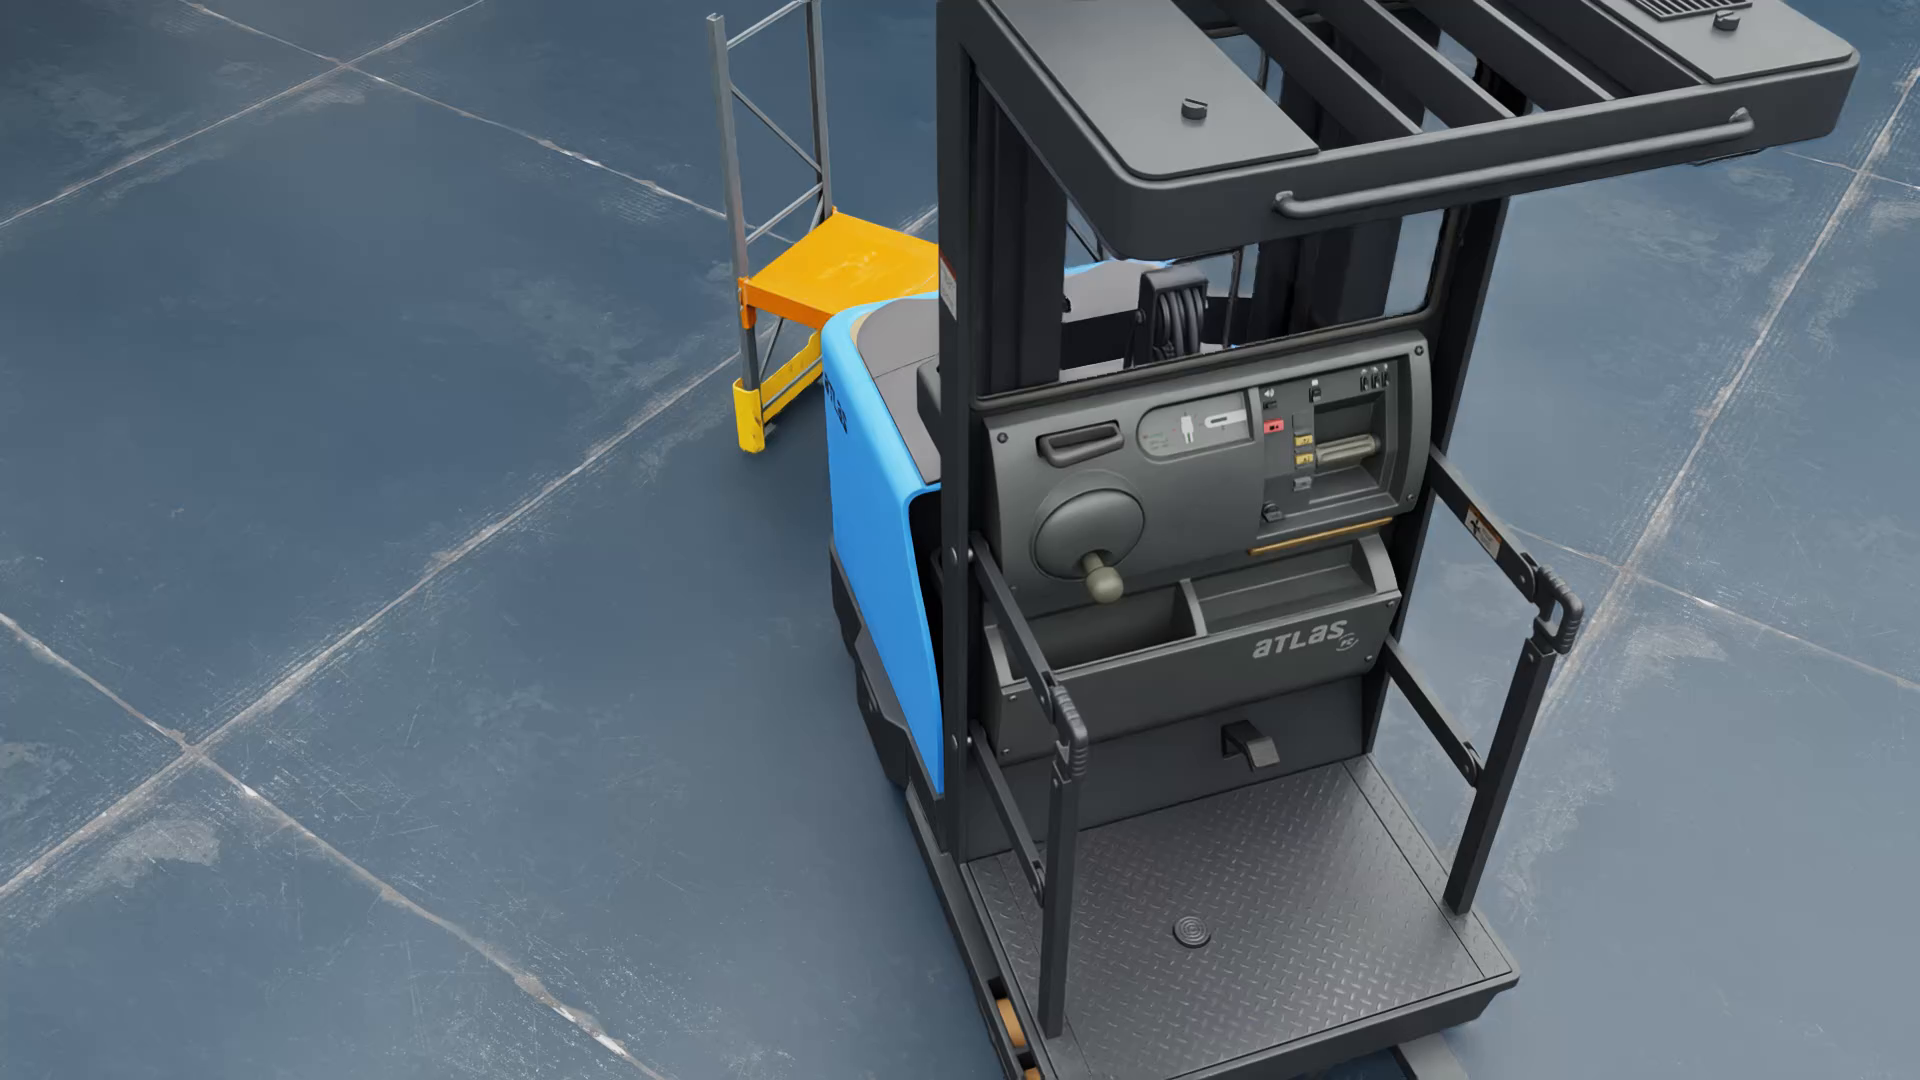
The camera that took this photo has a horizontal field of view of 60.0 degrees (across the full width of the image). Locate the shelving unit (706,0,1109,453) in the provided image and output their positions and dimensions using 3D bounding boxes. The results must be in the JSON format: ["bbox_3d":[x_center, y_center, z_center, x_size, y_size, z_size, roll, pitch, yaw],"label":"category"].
[{"bbox_3d":[-0.138,-0.854,5.079,1.083,1.500,0.587,22,46,23],"label":"shelving unit"}]

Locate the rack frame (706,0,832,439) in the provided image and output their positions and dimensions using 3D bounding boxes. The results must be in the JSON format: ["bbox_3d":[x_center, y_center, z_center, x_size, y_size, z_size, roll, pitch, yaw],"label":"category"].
[{"bbox_3d":[-0.564,-1.028,5.274,0.032,1.500,0.500,22,46,23],"label":"rack frame"}]

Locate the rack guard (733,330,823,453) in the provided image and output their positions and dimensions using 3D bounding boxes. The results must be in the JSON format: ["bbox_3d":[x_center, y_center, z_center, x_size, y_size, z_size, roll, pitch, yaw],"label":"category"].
[{"bbox_3d":[-0.563,-0.561,5.690,0.087,0.250,0.587,22,46,23],"label":"rack guard"}]

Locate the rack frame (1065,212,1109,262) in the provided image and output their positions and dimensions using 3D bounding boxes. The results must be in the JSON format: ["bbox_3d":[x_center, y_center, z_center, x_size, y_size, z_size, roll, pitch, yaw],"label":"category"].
[{"bbox_3d":[0.303,-0.674,4.878,0.032,1.500,0.500,22,46,23],"label":"rack frame"}]

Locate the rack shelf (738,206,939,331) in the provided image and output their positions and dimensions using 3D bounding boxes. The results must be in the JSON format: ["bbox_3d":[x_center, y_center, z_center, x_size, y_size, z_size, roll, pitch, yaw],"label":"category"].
[{"bbox_3d":[-0.130,-0.717,5.196,1.000,0.185,0.538,22,46,23],"label":"rack shelf"}]

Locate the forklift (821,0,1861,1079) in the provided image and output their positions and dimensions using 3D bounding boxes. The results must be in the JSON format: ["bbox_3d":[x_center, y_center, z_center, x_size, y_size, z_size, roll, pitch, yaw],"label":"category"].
[{"bbox_3d":[0.574,-0.057,3.115,1.130,2.935,3.031,-13,43,-14],"label":"forklift"}]
